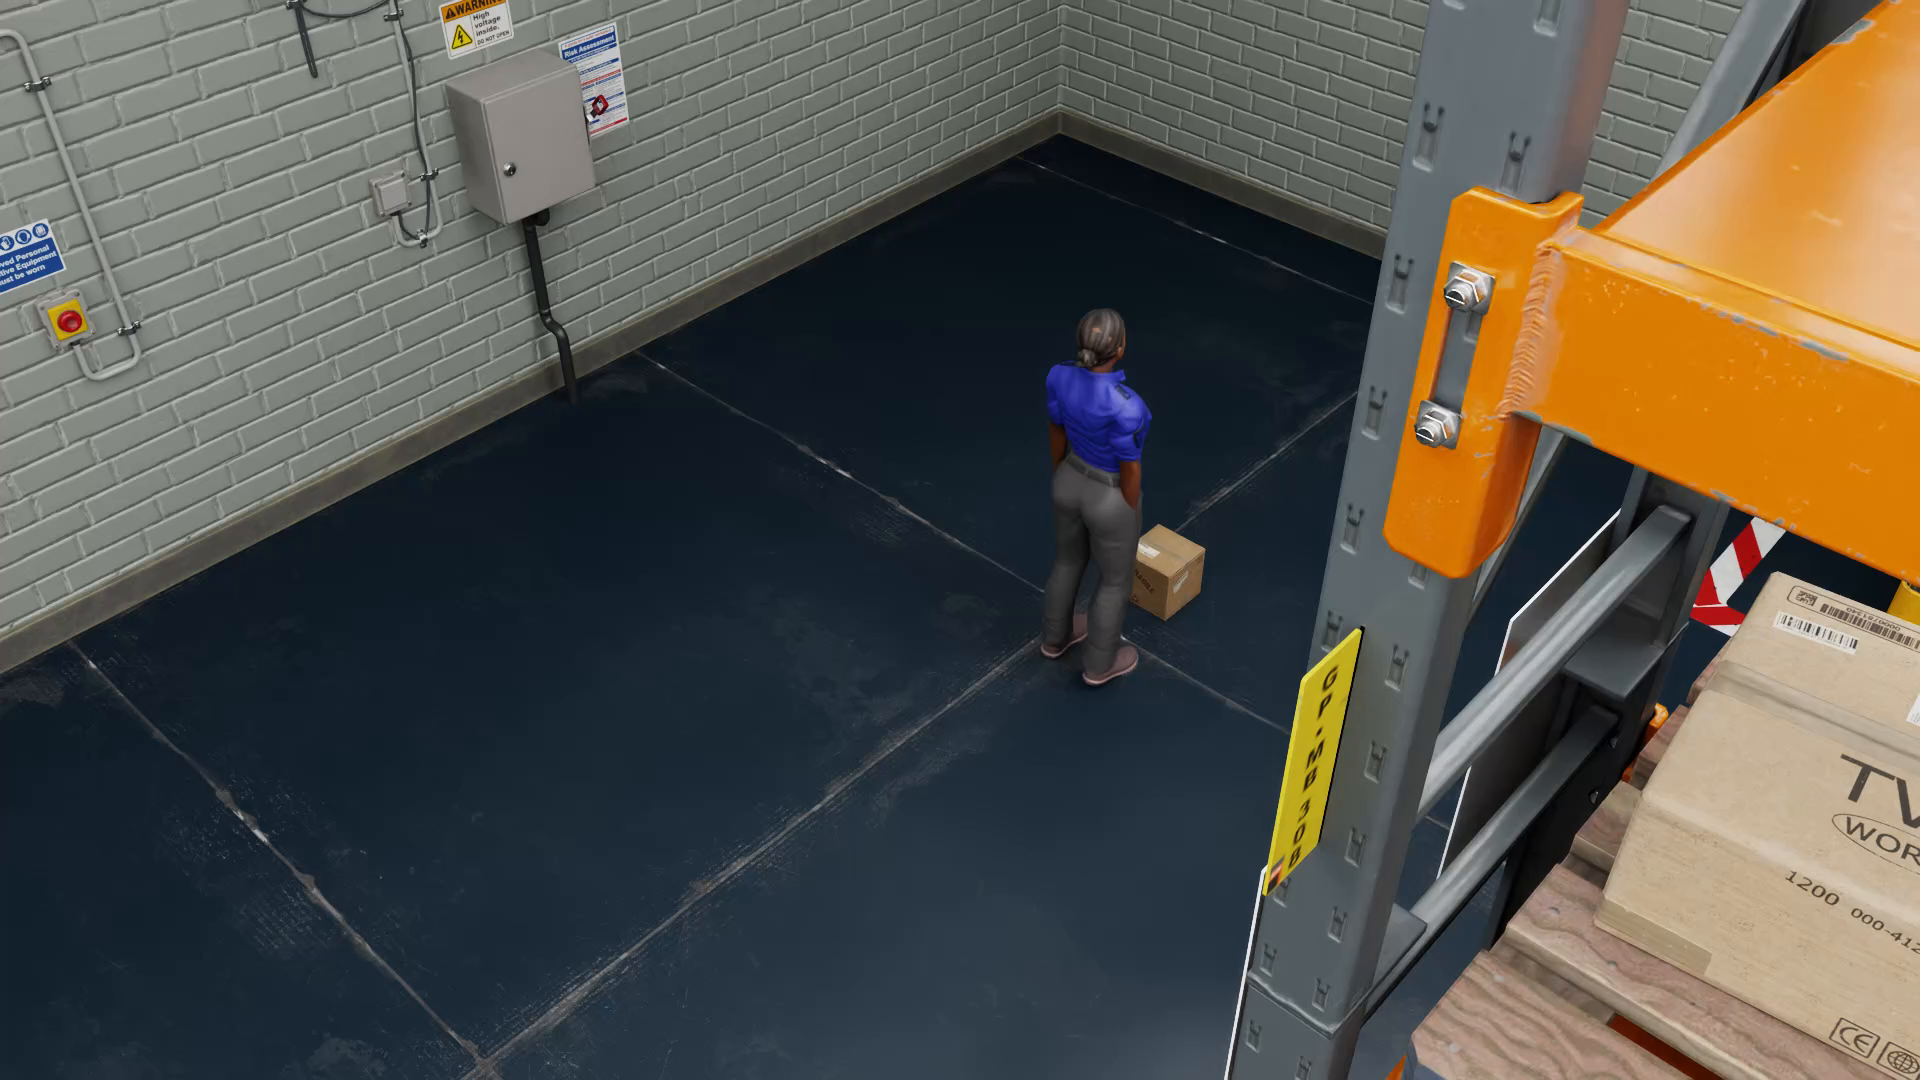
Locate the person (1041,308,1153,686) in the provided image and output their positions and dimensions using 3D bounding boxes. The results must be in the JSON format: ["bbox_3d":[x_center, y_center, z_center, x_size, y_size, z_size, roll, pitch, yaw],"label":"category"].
[{"bbox_3d":[0.513,-0.169,6.373,0.436,1.664,0.300,31,49,32],"label":"person"}]
